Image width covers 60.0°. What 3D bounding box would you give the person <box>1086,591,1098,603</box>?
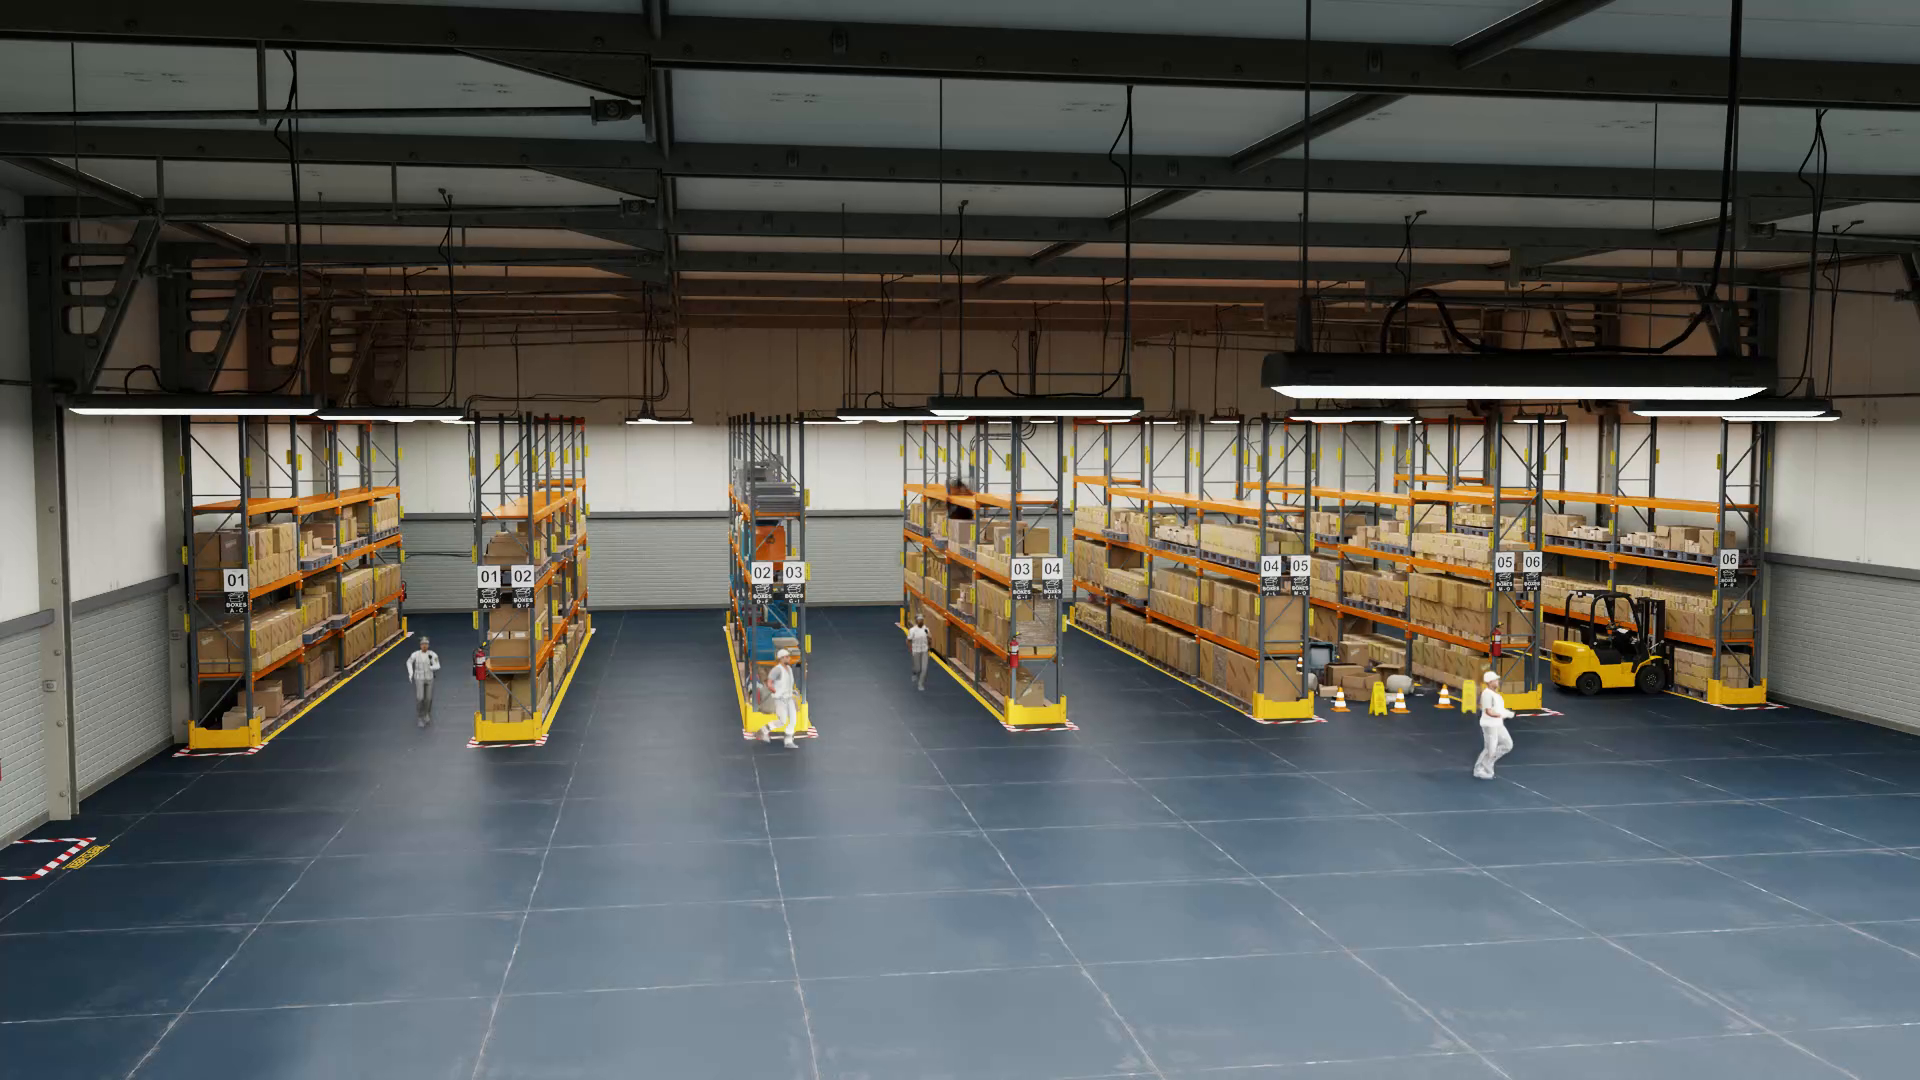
[{"bbox_3d":[3.981,1.542,49.721,0.771,1.603,0.588,-1,4,-9],"label":"person"}]

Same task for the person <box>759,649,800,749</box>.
[{"bbox_3d":[-3.176,2.830,29.709,0.789,1.754,0.702,2,4,28],"label":"person"}]

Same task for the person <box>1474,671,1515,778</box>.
[{"bbox_3d":[8.669,2.999,26.934,0.644,1.741,0.665,3,5,34],"label":"person"}]

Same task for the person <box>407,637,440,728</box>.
[{"bbox_3d":[-10.258,2.715,31.848,0.576,1.749,0.719,-2,4,-24],"label":"person"}]

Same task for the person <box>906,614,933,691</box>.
[{"bbox_3d":[-0.869,2.416,36.050,0.581,1.663,0.592,-1,4,-14],"label":"person"}]
